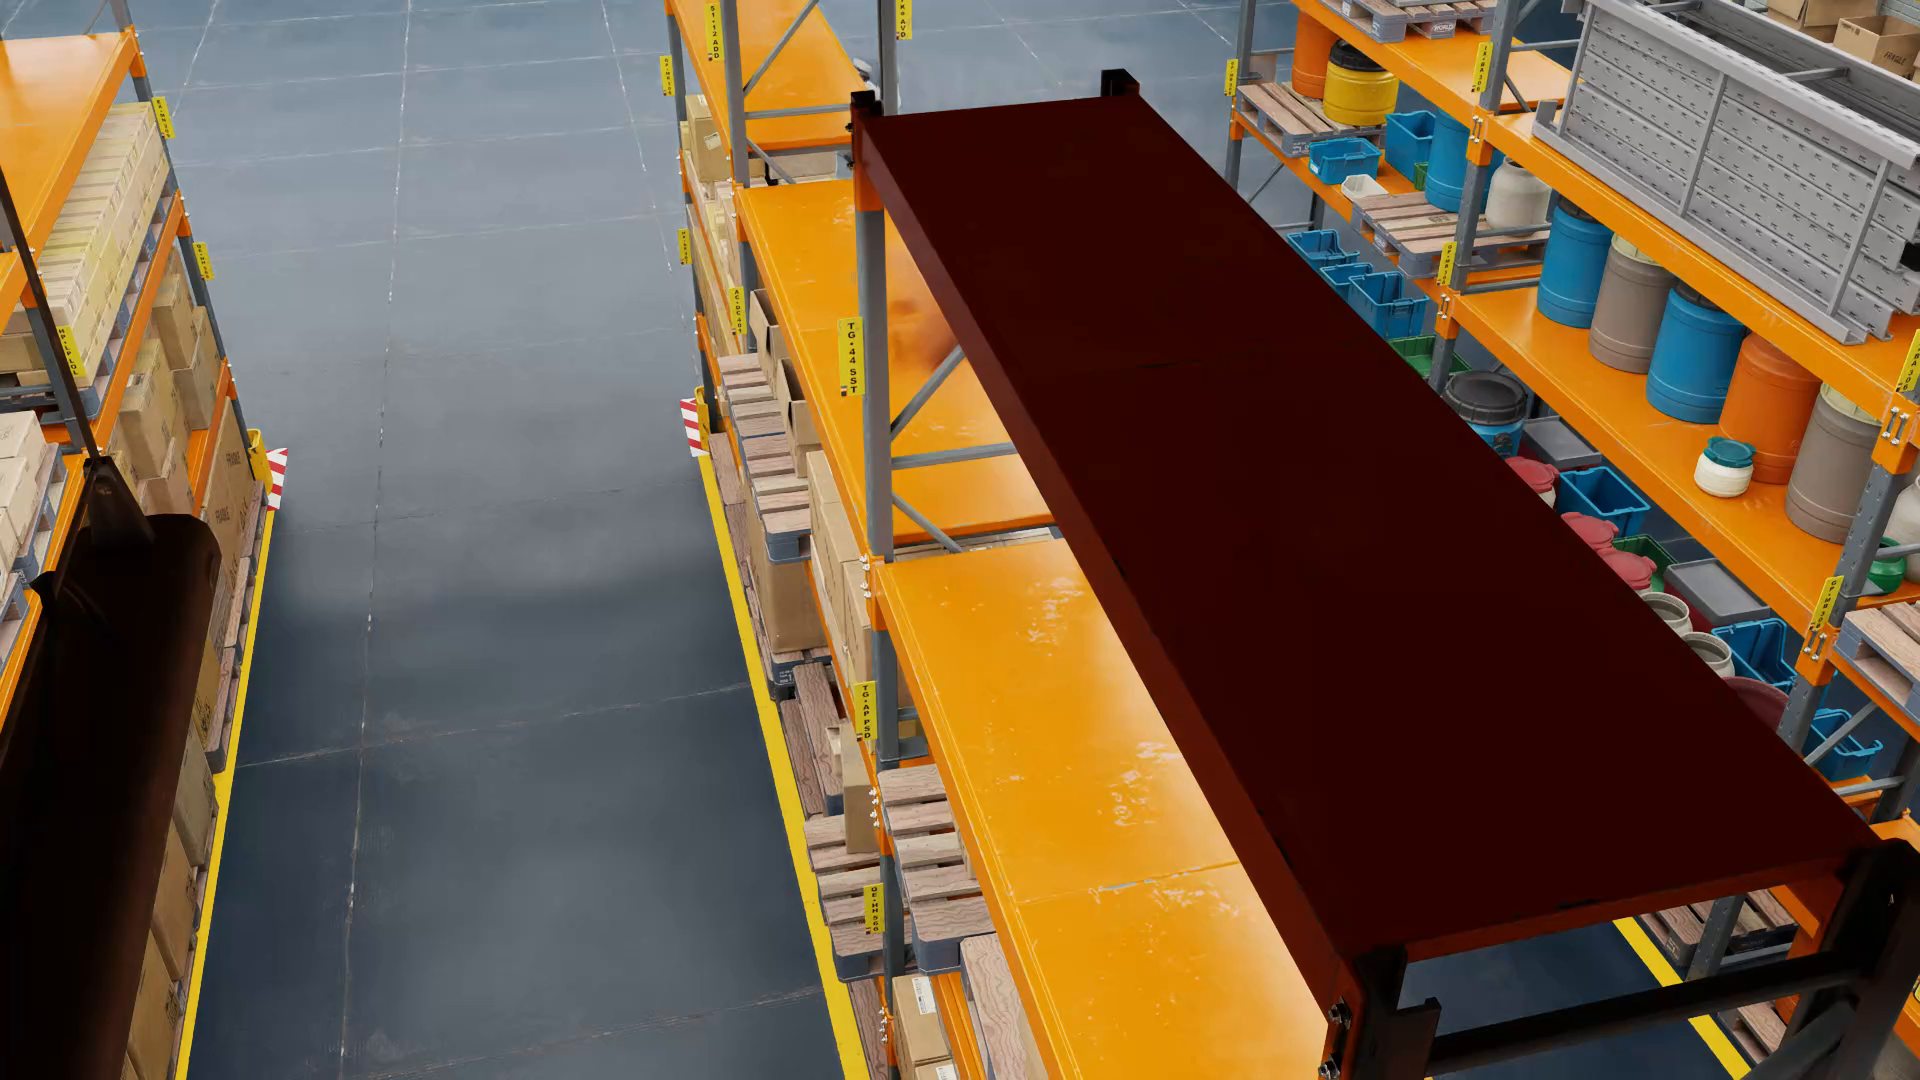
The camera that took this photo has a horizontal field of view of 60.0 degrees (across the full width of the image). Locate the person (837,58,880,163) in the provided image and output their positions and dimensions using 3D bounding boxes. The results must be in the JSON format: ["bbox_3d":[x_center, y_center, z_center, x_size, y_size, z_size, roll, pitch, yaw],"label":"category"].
[{"bbox_3d":[-1.231,-4.892,19.733,0.640,1.672,0.582,3,35,4],"label":"person"}]
